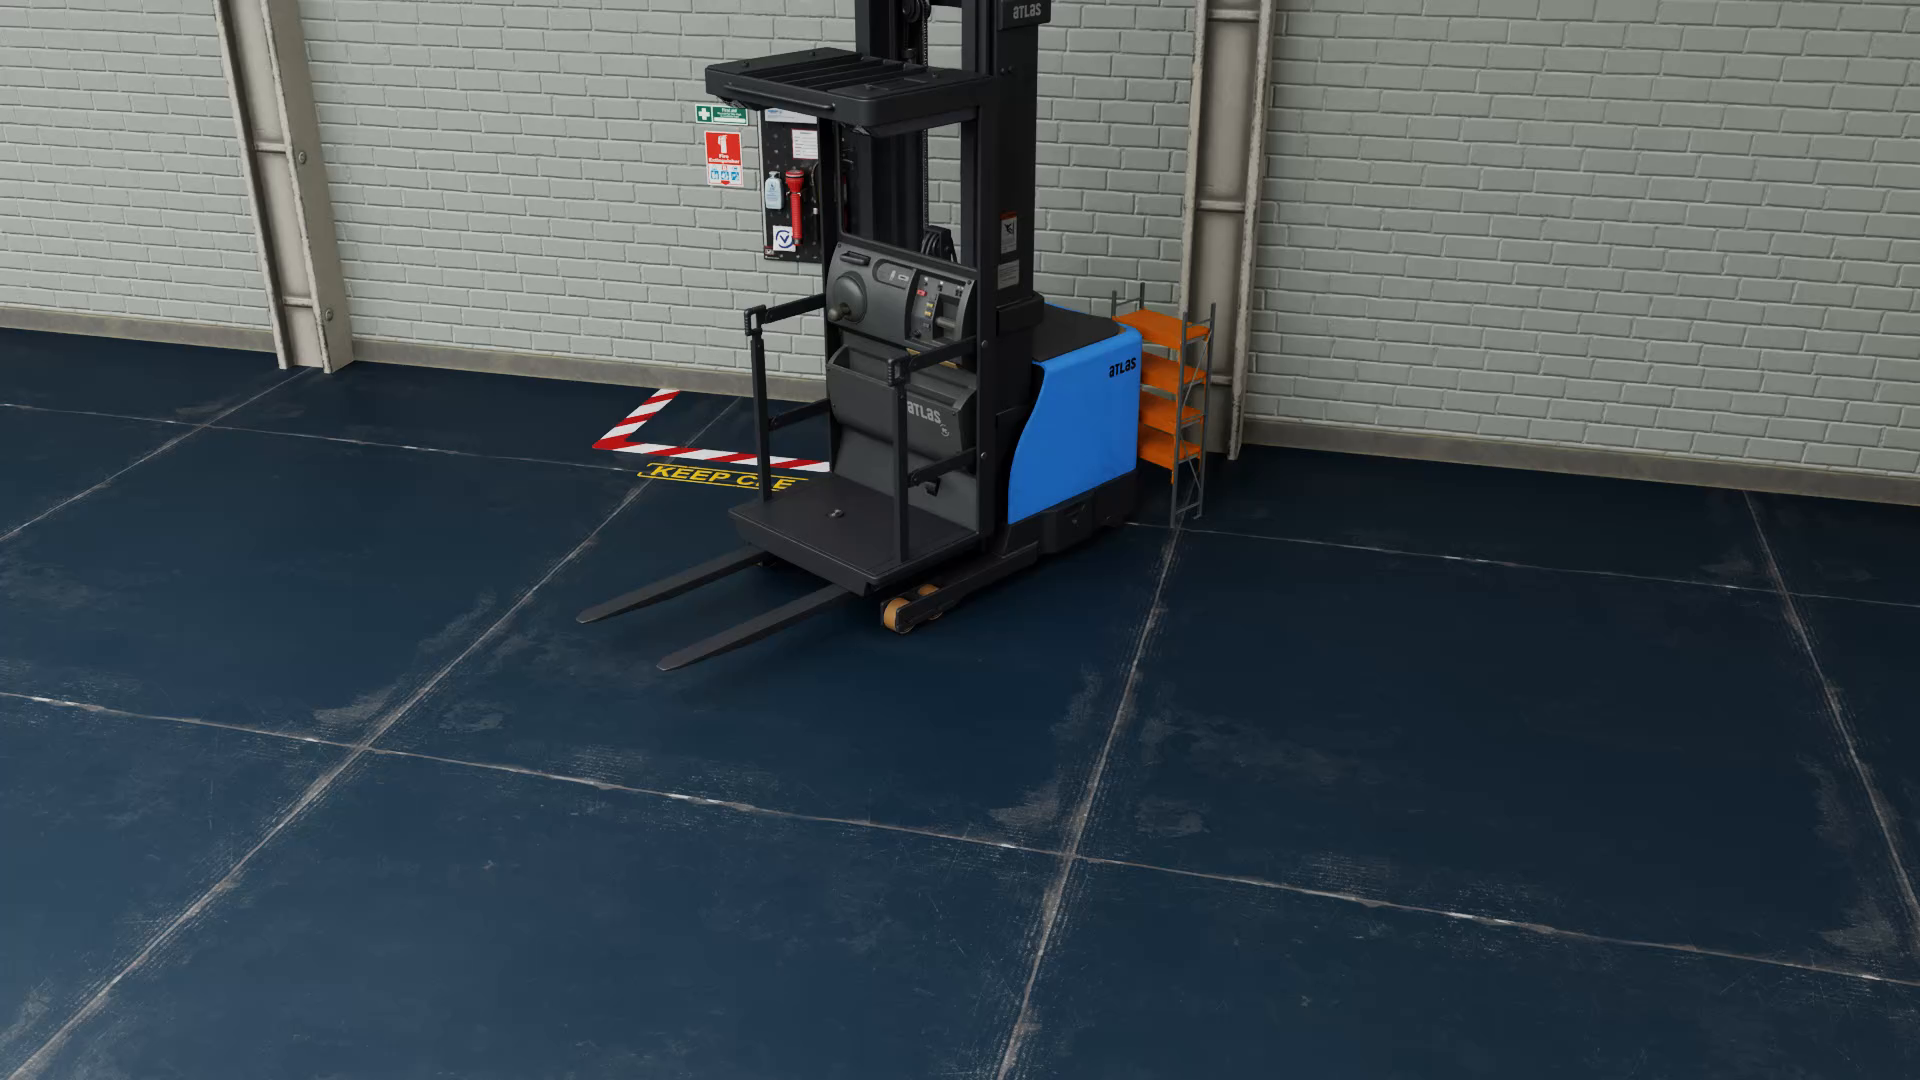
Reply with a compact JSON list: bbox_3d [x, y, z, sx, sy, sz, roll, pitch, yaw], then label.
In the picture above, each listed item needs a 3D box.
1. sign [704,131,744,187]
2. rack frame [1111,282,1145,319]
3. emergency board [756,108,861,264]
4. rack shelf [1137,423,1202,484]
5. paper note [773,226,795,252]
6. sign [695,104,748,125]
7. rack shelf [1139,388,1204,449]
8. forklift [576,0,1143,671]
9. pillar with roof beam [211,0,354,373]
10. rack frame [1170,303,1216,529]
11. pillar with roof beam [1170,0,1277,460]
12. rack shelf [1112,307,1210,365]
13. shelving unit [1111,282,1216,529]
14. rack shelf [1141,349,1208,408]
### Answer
[{"bbox_3d":[-1.429,-2.307,10.065,0.234,0.329,0.001,6,26,13],"label":"sign"},{"bbox_3d":[0.889,-0.793,9.021,0.240,1.200,0.015,-21,33,-37],"label":"rack frame"},{"bbox_3d":[-0.919,-2.189,9.858,0.643,1.169,0.194,6,26,13],"label":"emergency board"},{"bbox_3d":[1.052,-0.476,8.972,0.258,0.148,0.480,-21,33,-37],"label":"rack shelf"},{"bbox_3d":[-1.073,-1.839,10.148,0.142,0.148,0.016,6,26,13],"label":"paper note"},{"bbox_3d":[-1.427,-2.542,9.942,0.331,0.109,0.001,6,26,13],"label":"sign"},{"bbox_3d":[1.052,-0.655,8.886,0.258,0.148,0.480,-21,33,-37],"label":"rack shelf"},{"bbox_3d":[-0.436,-1.132,7.718,1.130,2.935,3.031,23,34,39],"label":"forklift"},{"bbox_3d":[-5.418,-3.467,5.564,0.400,9.000,9.100,6,26,13],"label":"pillar with roof beam"},{"bbox_3d":[1.216,-0.638,8.694,0.240,1.200,0.015,-21,33,-37],"label":"rack frame"},{"bbox_3d":[0.393,-2.825,4.215,0.400,9.000,9.100,6,26,13],"label":"pillar with roof beam"},{"bbox_3d":[1.052,-1.070,8.688,0.258,0.148,0.480,-21,33,-37],"label":"rack shelf"},{"bbox_3d":[1.052,-0.716,8.857,0.258,1.200,0.503,-21,33,-37],"label":"shelving unit"},{"bbox_3d":[1.052,-0.857,8.790,0.258,0.148,0.480,-21,33,-37],"label":"rack shelf"}]
